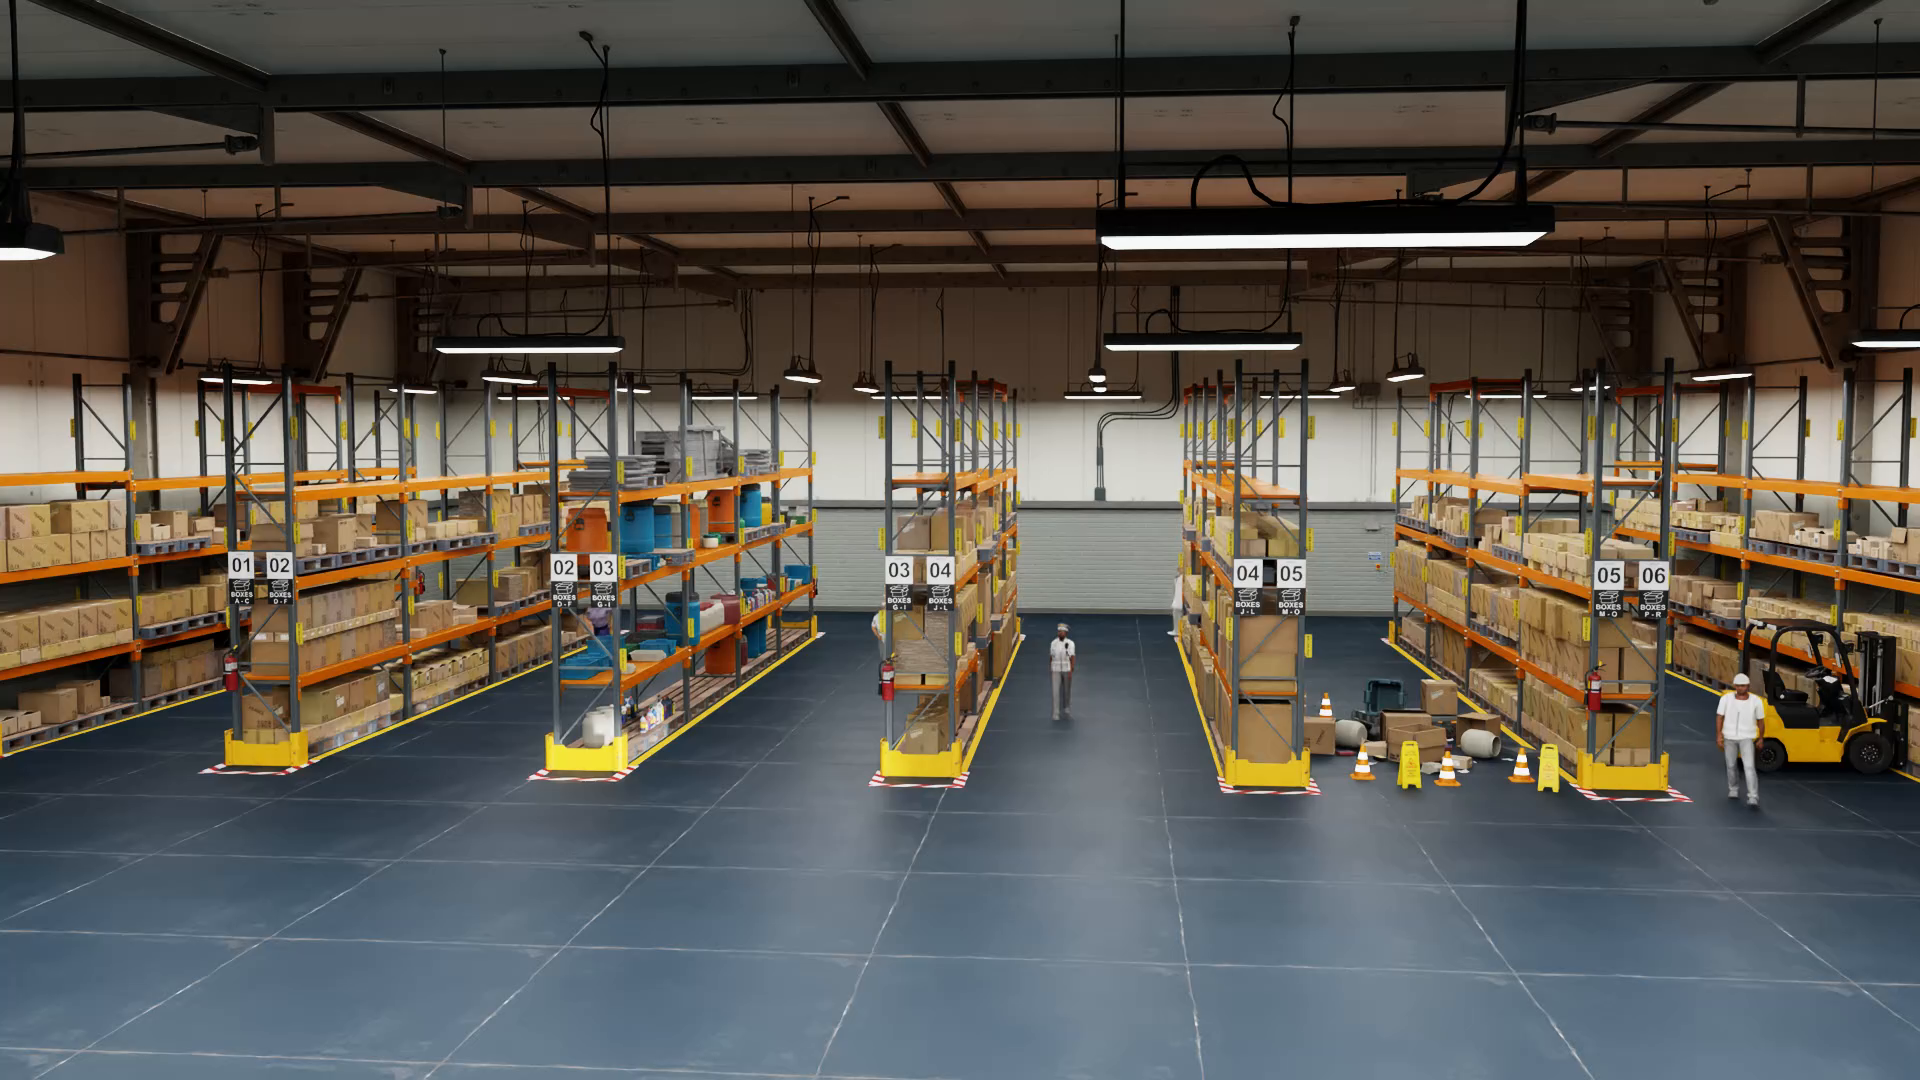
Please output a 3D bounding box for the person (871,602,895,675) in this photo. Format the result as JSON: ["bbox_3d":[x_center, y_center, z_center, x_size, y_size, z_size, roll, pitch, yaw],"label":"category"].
[{"bbox_3d":[-1.450,2.017,33.471,0.608,1.573,0.754,1,4,14],"label":"person"}]

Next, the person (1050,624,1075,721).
[{"bbox_3d":[1.773,2.267,28.821,0.447,1.619,1.028,0,4,6],"label":"person"}]

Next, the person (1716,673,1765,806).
[{"bbox_3d":[10.487,2.662,22.340,0.640,1.726,0.877,3,5,39],"label":"person"}]

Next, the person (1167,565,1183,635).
[{"bbox_3d":[5.385,1.488,40.522,0.681,1.654,0.566,0,4,-4],"label":"person"}]

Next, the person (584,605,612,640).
[{"bbox_3d":[-7.589,1.912,35.146,0.569,1.562,0.751,1,4,16],"label":"person"}]
